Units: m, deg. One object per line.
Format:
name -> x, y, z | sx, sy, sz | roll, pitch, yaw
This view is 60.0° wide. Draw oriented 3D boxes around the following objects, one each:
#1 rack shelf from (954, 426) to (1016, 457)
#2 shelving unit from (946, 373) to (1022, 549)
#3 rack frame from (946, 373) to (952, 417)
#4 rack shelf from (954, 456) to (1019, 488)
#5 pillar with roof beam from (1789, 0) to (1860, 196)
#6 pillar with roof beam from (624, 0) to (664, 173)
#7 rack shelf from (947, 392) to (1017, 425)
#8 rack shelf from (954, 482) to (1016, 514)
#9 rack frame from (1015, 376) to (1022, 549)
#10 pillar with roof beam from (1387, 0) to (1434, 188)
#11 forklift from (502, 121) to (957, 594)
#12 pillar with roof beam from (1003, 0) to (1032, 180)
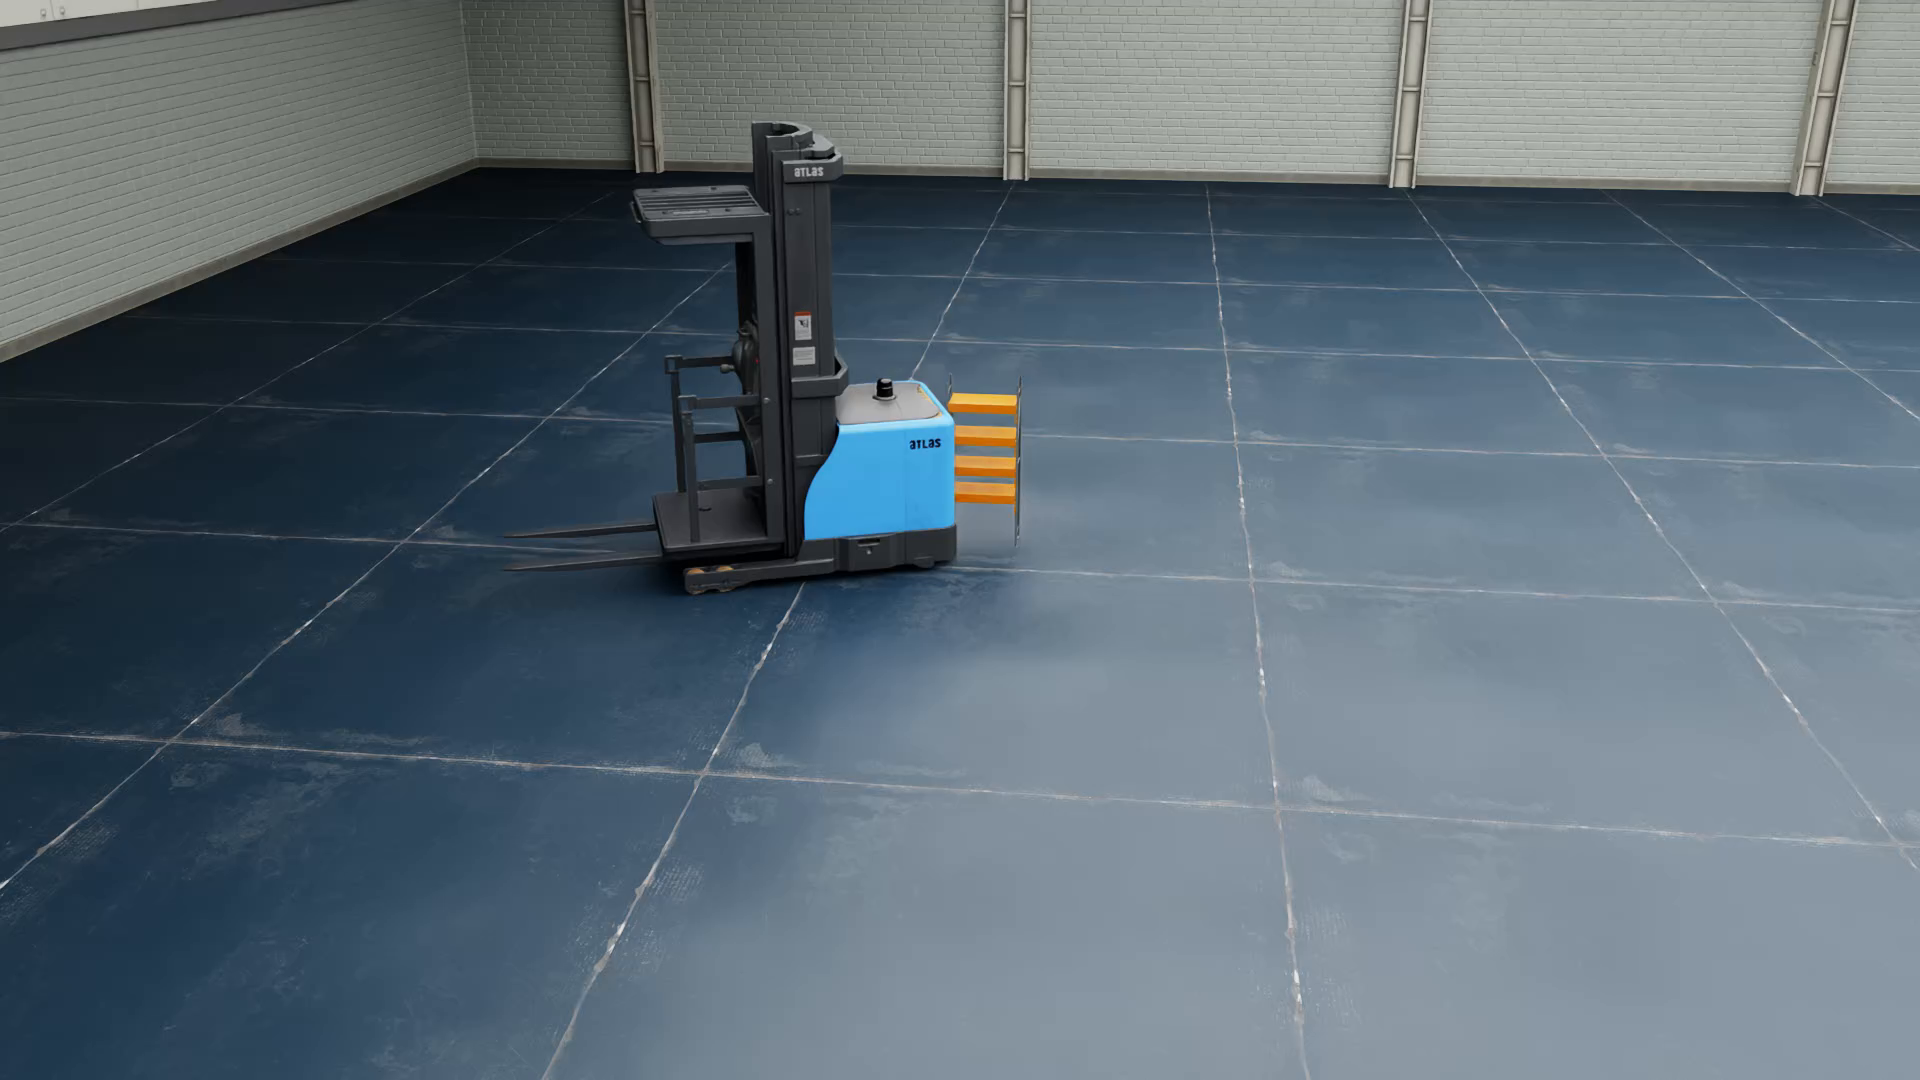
rack shelf -> 0.166, -0.696, 11.644 | 0.480, 0.148, 0.258 | 2, 22, 6
shelving unit -> 0.166, -0.551, 11.701 | 0.503, 1.200, 0.258 | 2, 22, 6
rack frame -> -0.077, -0.561, 11.728 | 0.015, 1.200, 0.240 | 2, 22, 6
rack shelf -> 0.166, -0.488, 11.726 | 0.480, 0.148, 0.258 | 2, 22, 6
pillar with roof beam -> 12.308, -7.858, 19.576 | 0.400, 9.000, 9.100 | 2, 22, 6
pillar with roof beam -> -5.567, -8.637, 21.546 | 0.400, 9.000, 9.100 | 2, 22, 6
rack shelf -> 0.166, -0.916, 11.557 | 0.480, 0.148, 0.258 | 2, 22, 6
rack shelf -> 0.166, -0.304, 11.799 | 0.480, 0.148, 0.258 | 2, 22, 6
rack frame -> 0.408, -0.541, 11.675 | 0.015, 1.200, 0.240 | 2, 22, 6
pillar with roof beam -> 6.350, -8.118, 20.233 | 0.400, 9.000, 9.100 | 2, 22, 6
forklift -> -1.598, -1.217, 11.031 | 3.031, 2.935, 1.130 | -5, 22, -13
pillar with roof beam -> 0.391, -8.377, 20.889 | 0.400, 9.000, 9.100 | 2, 22, 6
